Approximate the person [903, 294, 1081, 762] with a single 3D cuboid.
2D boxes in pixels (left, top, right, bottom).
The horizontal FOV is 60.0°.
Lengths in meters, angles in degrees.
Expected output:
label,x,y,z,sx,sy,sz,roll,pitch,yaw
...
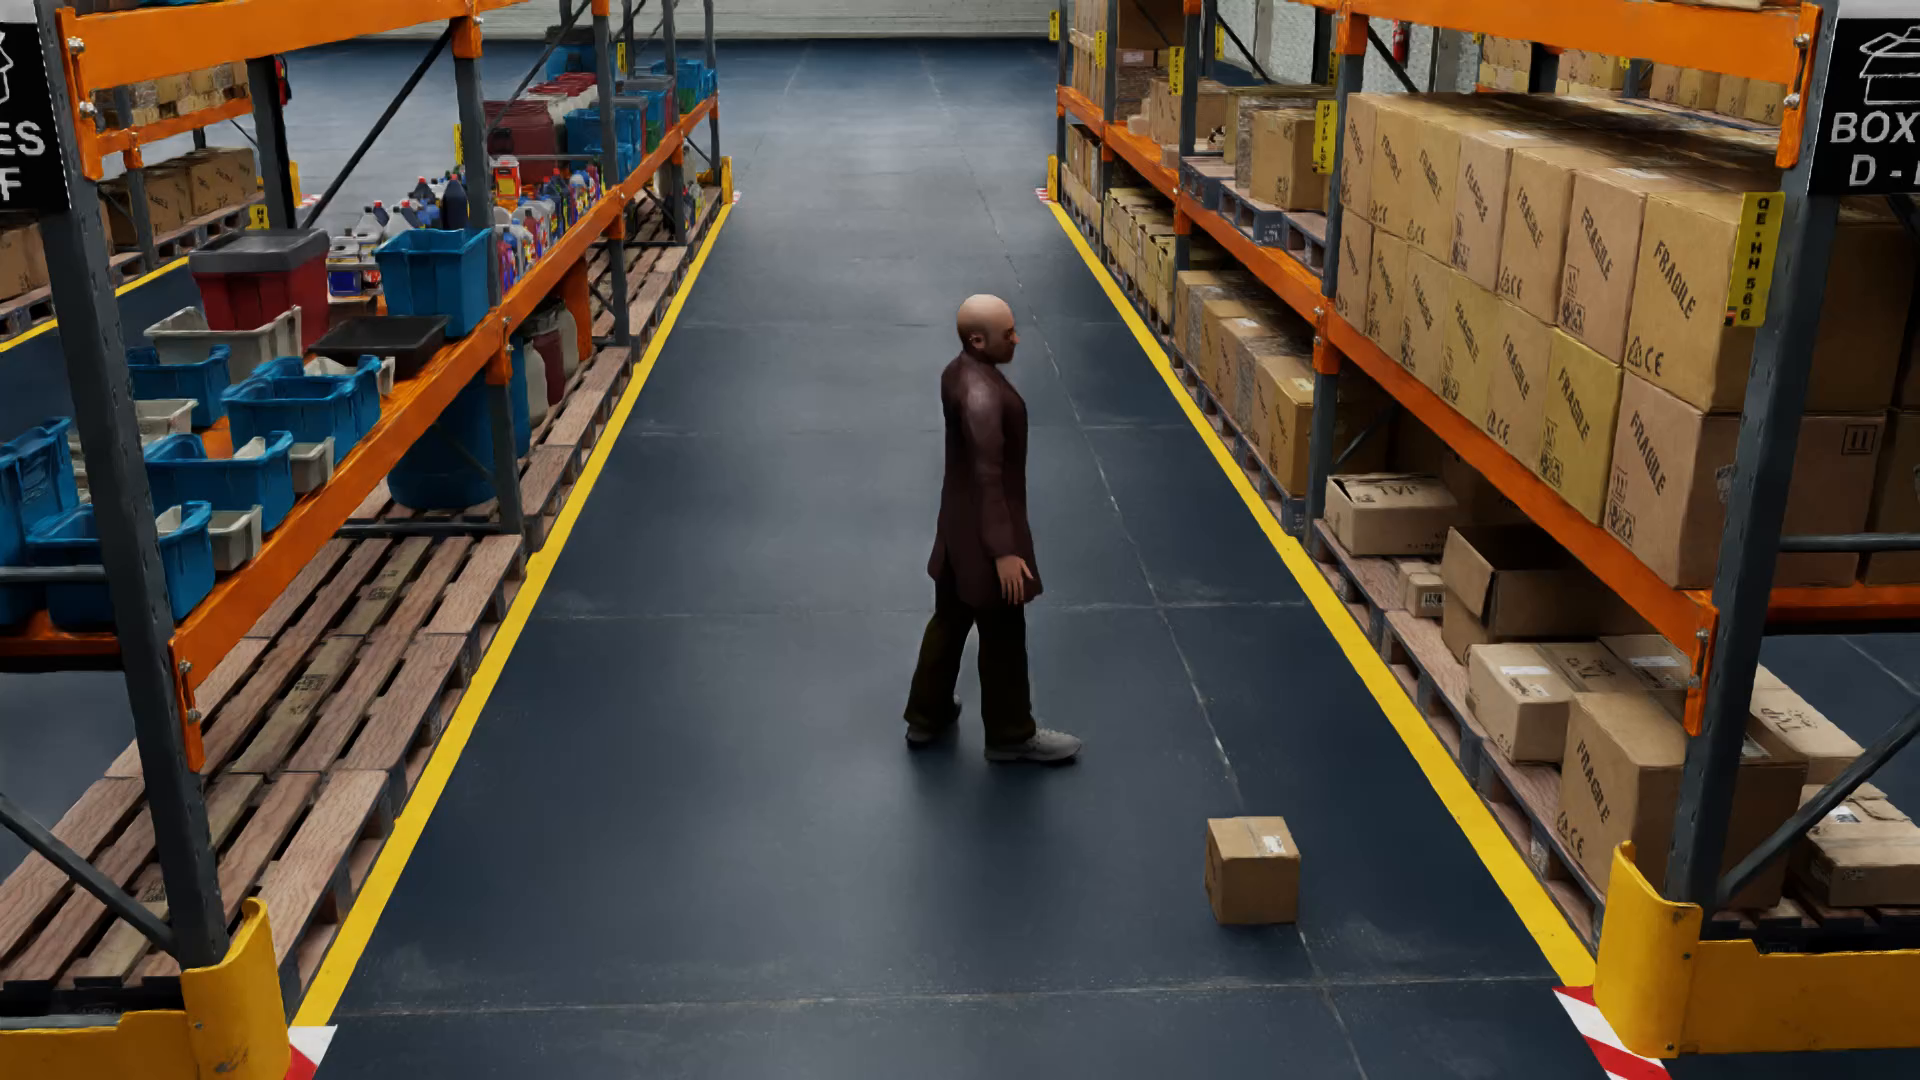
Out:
label,x,y,z,sx,sy,sz,roll,pitch,yaw
person,0.118,-0.025,6.135,0.640,1.779,0.749,-4,21,-12
